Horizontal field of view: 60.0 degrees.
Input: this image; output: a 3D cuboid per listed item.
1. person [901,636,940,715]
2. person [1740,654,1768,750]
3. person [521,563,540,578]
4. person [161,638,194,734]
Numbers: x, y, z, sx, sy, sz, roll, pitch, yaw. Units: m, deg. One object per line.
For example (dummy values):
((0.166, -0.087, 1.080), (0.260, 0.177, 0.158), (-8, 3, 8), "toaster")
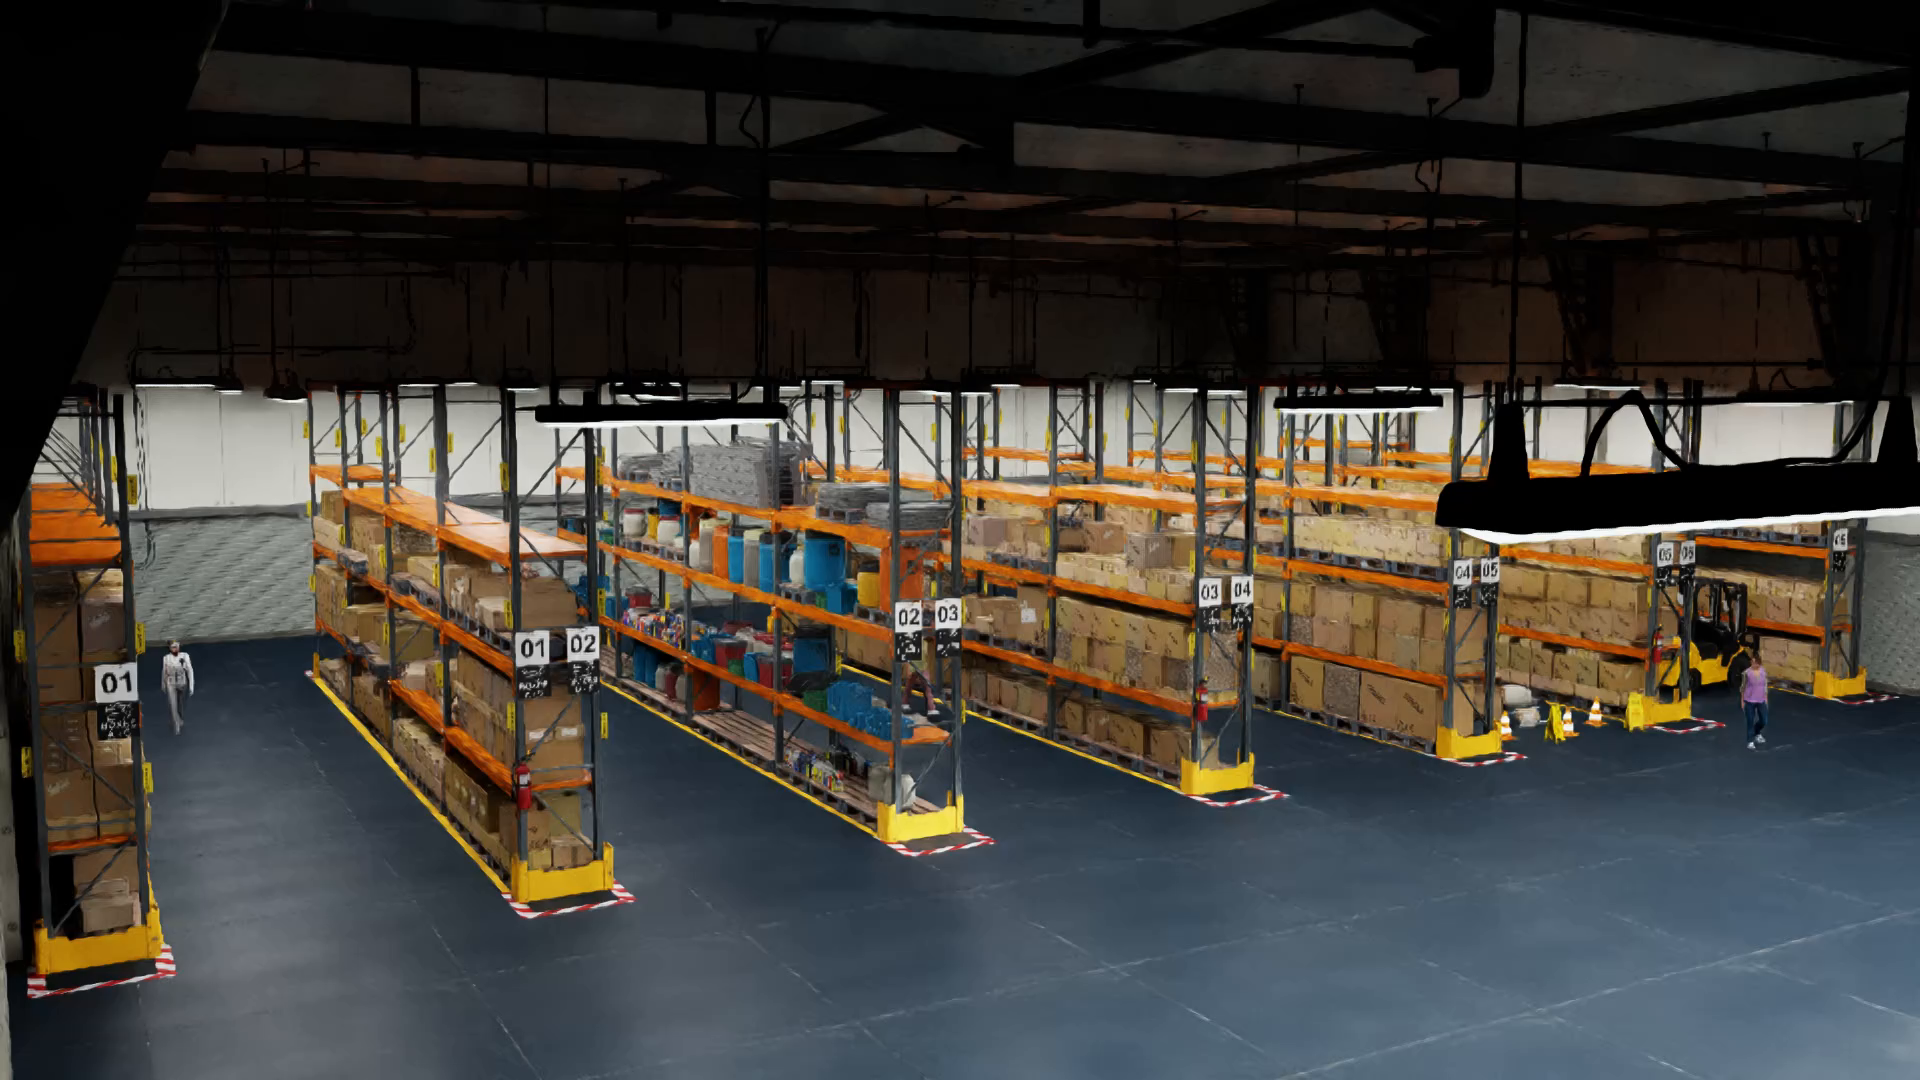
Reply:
((-0.767, 2.333, 30.036), (0.448, 1.590, 1.110), (-3, 7, -26), "person")
((13.062, 2.639, 27.351), (0.476, 1.590, 0.487), (1, 6, 10), "person")
((-9.987, 1.325, 38.682), (0.688, 1.764, 0.525), (3, 7, 26), "person")
((-13.450, 2.475, 28.611), (0.500, 1.625, 0.997), (-4, 7, -30), "person")
